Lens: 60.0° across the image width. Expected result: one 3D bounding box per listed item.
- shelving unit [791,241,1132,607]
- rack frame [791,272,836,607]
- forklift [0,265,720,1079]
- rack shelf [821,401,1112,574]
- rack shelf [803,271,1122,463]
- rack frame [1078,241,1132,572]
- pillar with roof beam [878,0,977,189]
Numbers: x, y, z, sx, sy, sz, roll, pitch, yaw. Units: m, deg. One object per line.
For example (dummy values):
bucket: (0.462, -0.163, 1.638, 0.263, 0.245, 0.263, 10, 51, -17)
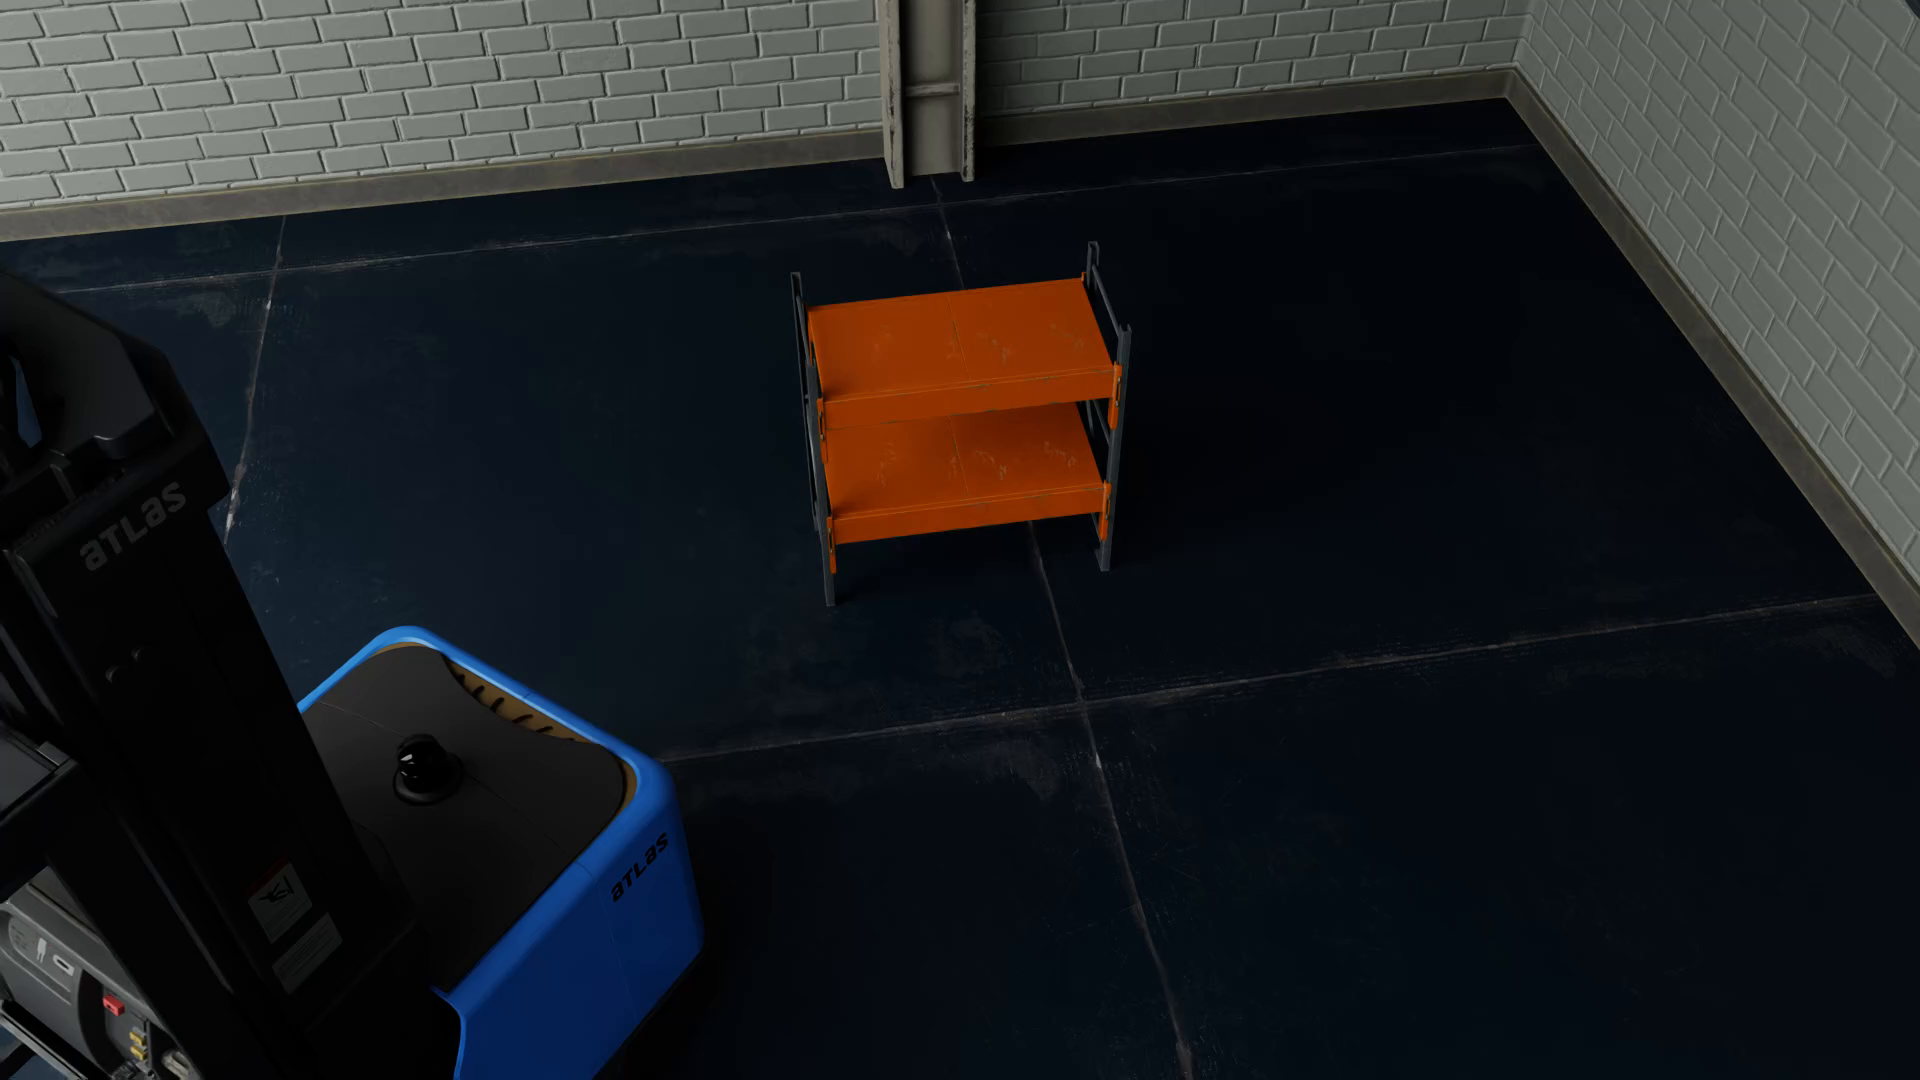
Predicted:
shelving unit: (-0.007, -0.389, 5.844, 1.048, 1.125, 0.538, -7, 46, -7)
rack frame: (-0.508, -0.327, 5.784, 0.032, 1.125, 0.500, -7, 46, -7)
forklift: (-1.931, 1.017, 3.234, 1.130, 2.935, 3.031, 25, 51, 22)
rack shelf: (-0.007, -0.220, 6.020, 1.000, 0.278, 0.538, -7, 46, -7)
rack shelf: (-0.007, -0.593, 5.633, 1.000, 0.278, 0.538, -7, 46, -7)
rack frame: (0.494, -0.452, 5.904, 0.032, 1.125, 0.500, -7, 46, -7)
pillar with roof beam: (0.585, -1.859, 1.792, 0.400, 9.000, 9.100, -7, 46, -7)
